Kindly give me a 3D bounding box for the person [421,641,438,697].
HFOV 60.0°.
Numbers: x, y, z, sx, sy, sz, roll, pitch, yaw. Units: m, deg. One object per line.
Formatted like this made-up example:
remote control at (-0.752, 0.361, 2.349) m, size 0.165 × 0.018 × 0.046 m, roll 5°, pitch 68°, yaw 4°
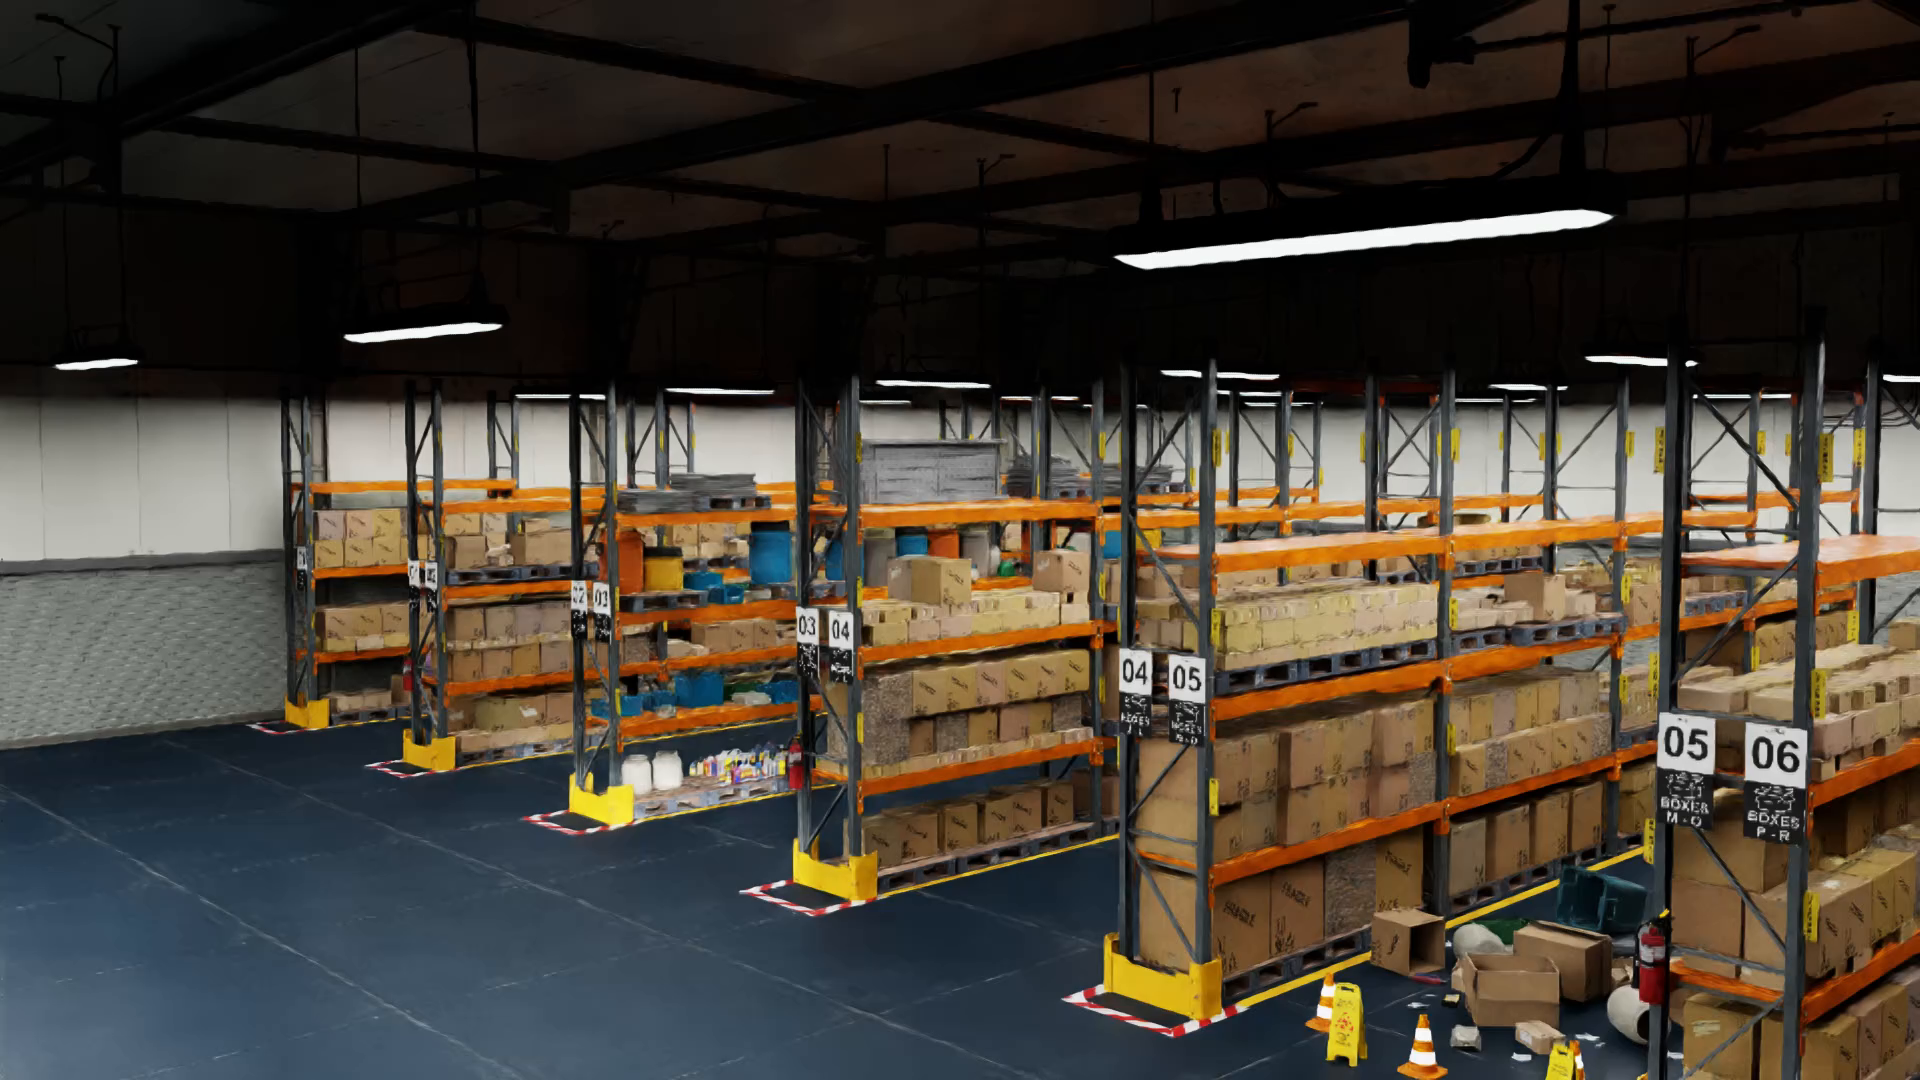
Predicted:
person at (-9.136, 2.528, 29.159) m, size 0.561 × 1.540 × 0.716 m, roll 2°, pitch 4°, yaw 25°
